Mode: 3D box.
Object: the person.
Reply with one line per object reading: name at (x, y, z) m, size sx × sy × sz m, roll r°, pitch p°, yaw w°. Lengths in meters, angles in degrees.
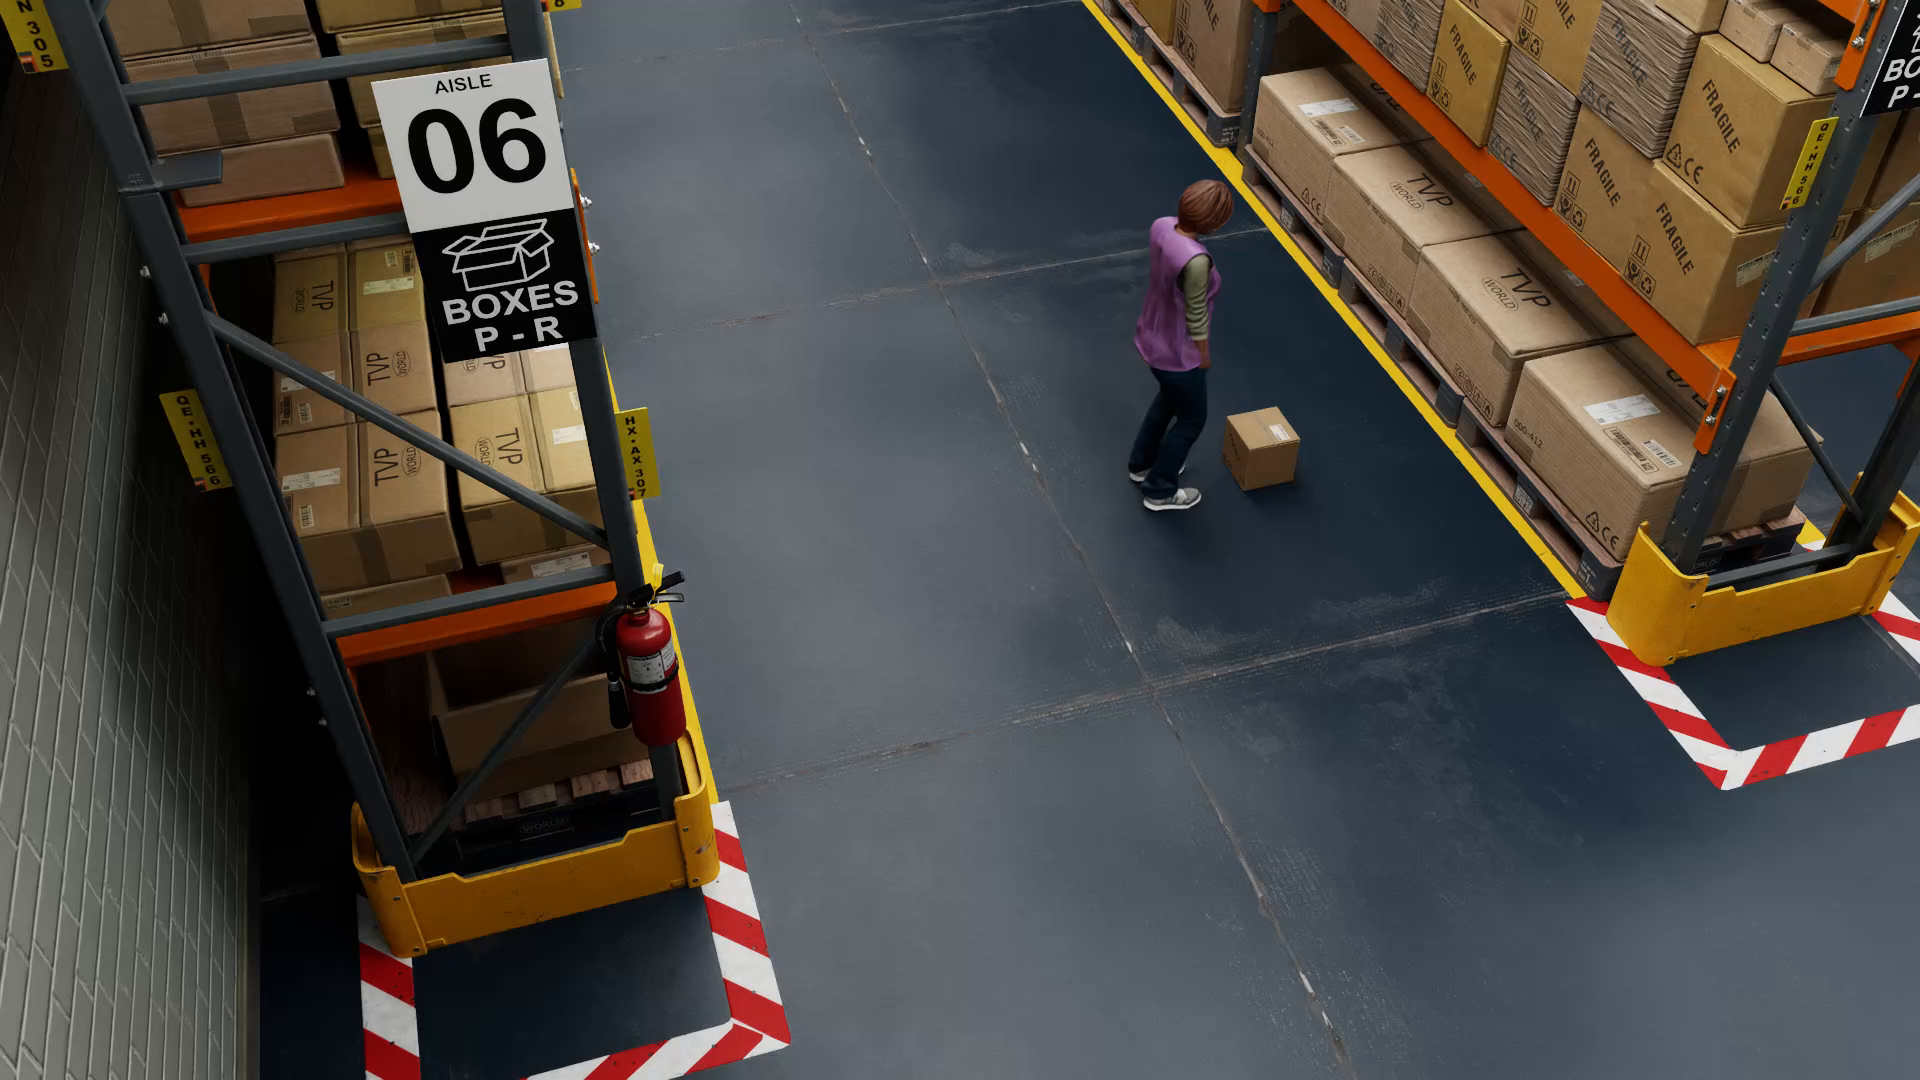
person at (0.918, -0.825, 7.083) m, size 0.353 × 1.573 × 0.420 m, roll -11°, pitch 44°, yaw -12°
